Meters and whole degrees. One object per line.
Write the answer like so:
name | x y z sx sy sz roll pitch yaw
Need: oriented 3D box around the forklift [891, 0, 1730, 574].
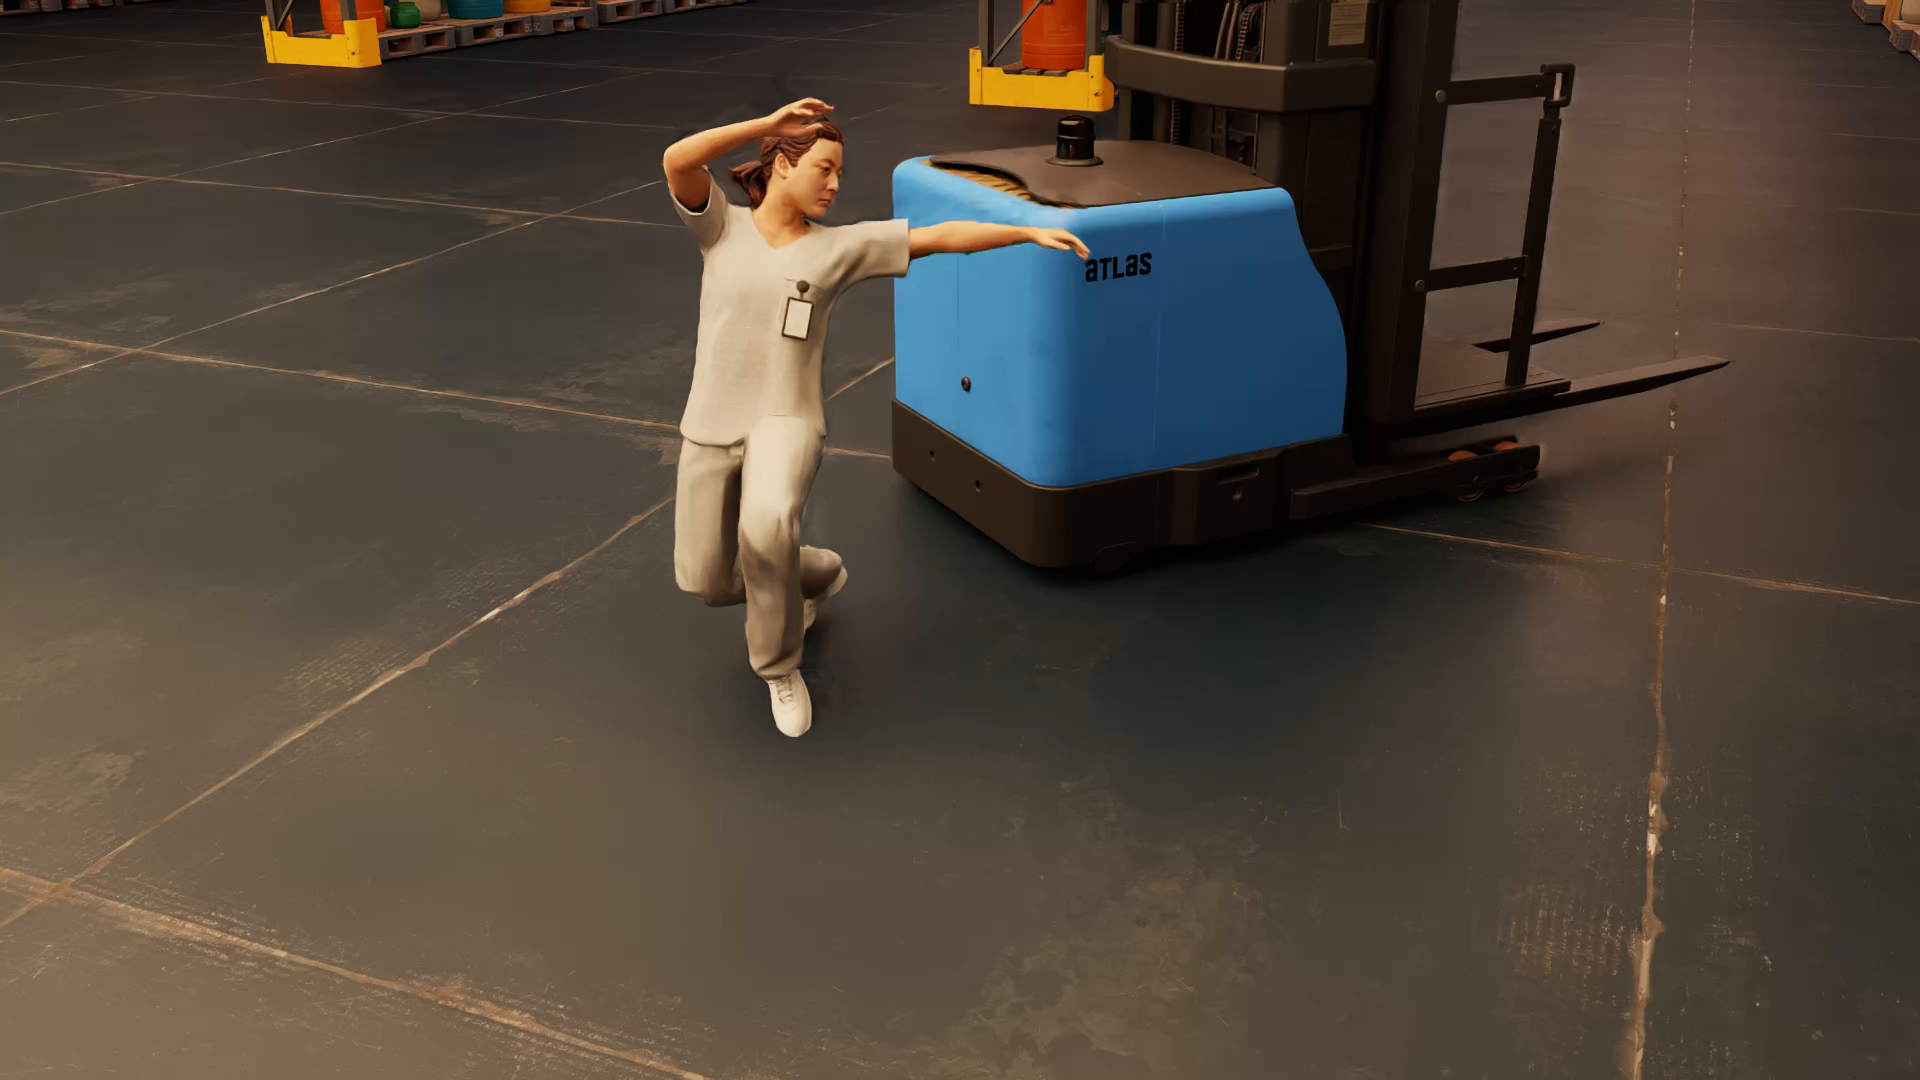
forklift | 1.324 -1.642 5.221 3.031 2.935 1.130 -11 25 -25

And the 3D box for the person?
person | -0.222 -0.301 3.962 0.983 1.466 0.843 4 23 10
